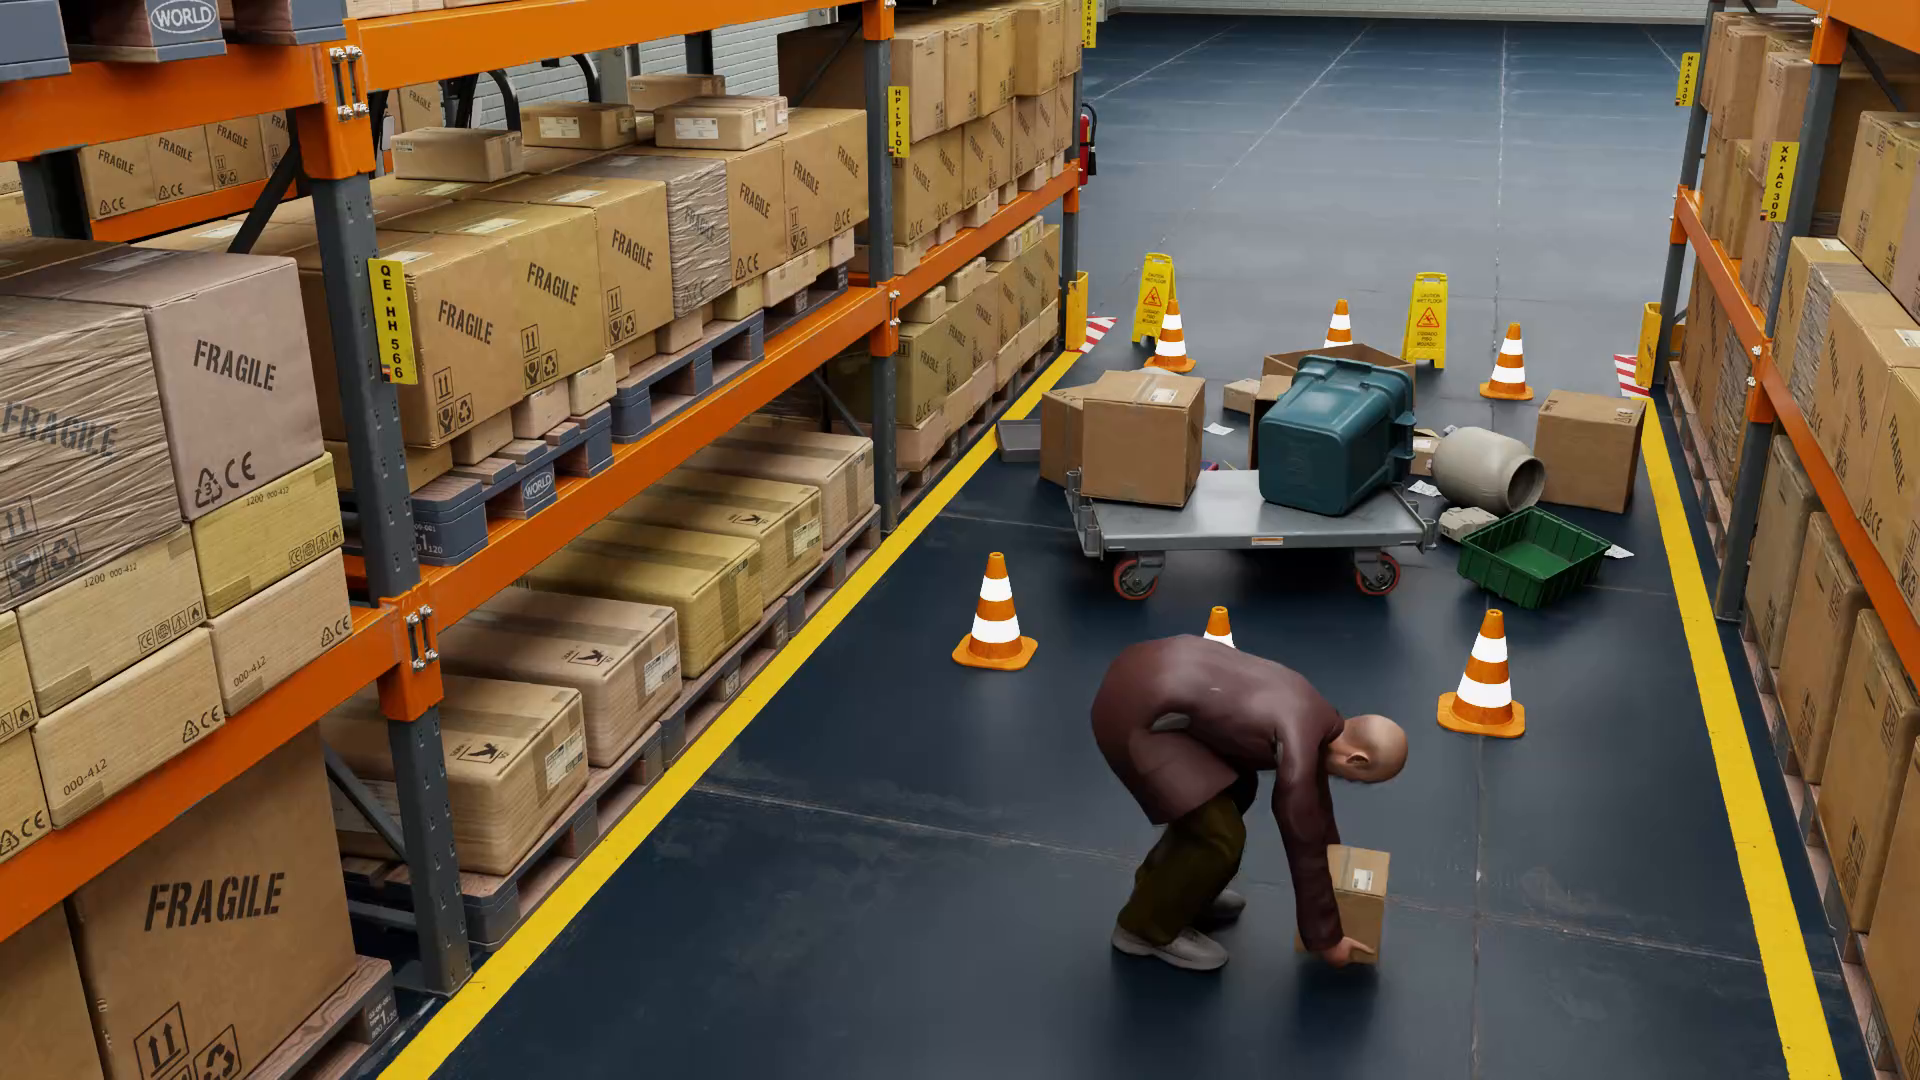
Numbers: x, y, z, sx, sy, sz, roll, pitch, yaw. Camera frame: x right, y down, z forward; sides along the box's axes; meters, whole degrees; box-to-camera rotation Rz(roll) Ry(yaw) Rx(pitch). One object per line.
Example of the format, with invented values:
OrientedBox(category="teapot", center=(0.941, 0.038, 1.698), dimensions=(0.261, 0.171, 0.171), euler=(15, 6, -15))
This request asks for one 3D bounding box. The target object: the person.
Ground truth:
OrientedBox(category="person", center=(0.867, 0.815, 5.112), dimensions=(0.943, 0.994, 0.588), euler=(5, 22, 13))
